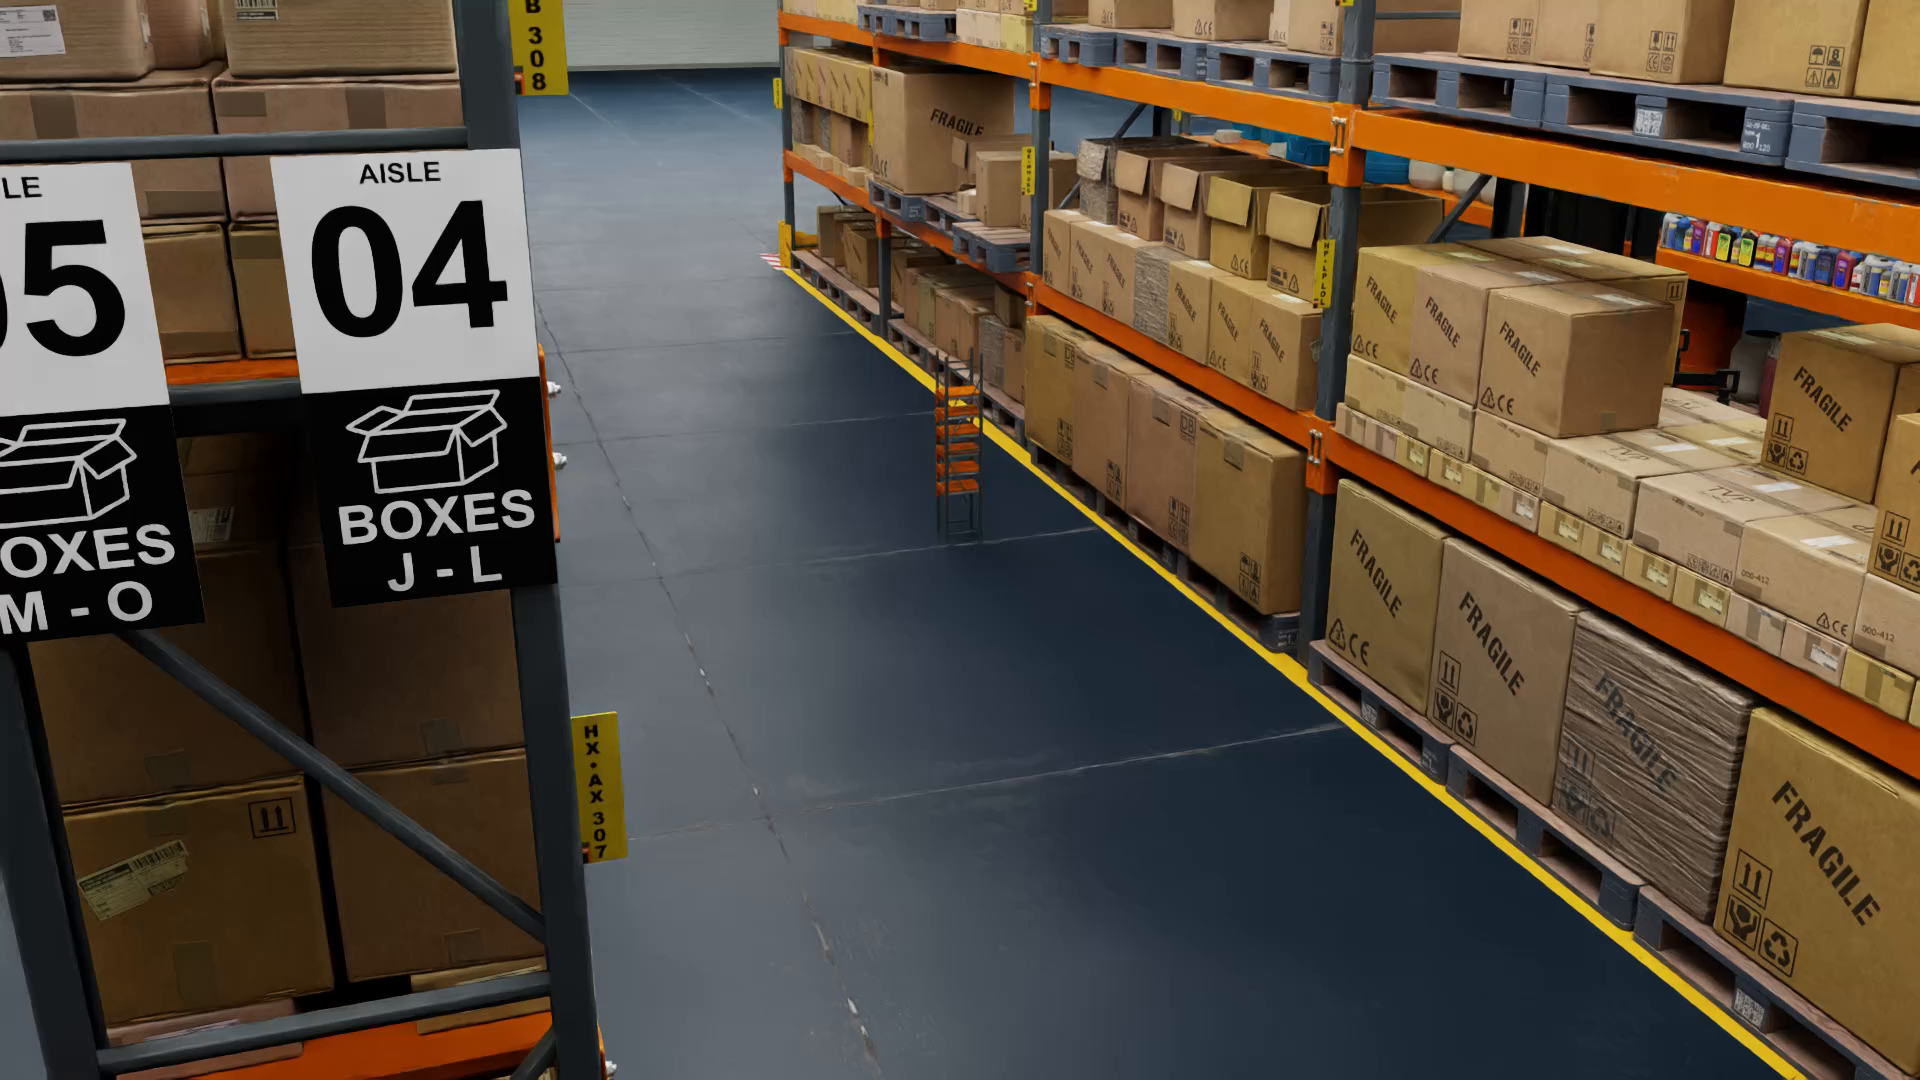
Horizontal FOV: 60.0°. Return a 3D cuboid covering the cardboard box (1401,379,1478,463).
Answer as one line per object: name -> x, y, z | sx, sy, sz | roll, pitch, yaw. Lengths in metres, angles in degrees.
cardboard box -> 2.295, -0.547, 7.283 | 0.500, 0.250, 0.500 | -6, 21, -17

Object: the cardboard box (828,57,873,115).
cardboard box -> -0.988, -4.477, 16.377 | 0.500, 0.500, 0.500 | -6, 21, -17

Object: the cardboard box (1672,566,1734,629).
cardboard box -> 2.755, 0.179, 5.853 | 0.380, 0.149, 0.250 | -7, 21, -18

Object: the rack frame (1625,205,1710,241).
rack frame -> 5.689, -2.626, 13.290 | 1.000, 3.000, 0.127 | -6, 21, -17

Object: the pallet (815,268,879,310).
pallet -> -0.902, -2.675, 17.552 | 1.003, 0.211, 1.213 | -6, 21, -17

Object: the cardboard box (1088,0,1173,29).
cardboard box -> 1.247, -3.570, 10.706 | 0.797, 0.503, 0.637 | -5, 20, -14

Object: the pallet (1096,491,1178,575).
pallet -> 1.543, -0.136, 10.482 | 1.003, 0.211, 1.213 | -6, 21, -17

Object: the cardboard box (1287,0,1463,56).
cardboard box -> 2.052, -2.658, 8.172 | 0.700, 0.500, 0.500 | -6, 21, -16

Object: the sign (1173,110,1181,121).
sign -> 2.651, -5.266, 20.232 | 0.100, 0.325, 0.005 | -6, 21, -17

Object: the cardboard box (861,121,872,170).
cardboard box -> -0.477, -3.886, 16.209 | 0.875, 0.500, 0.500 | -6, 21, -17

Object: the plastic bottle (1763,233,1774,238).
plastic bottle -> 6.294, -2.413, 12.869 | 0.061, 0.283, 0.133 | -6, 21, -17

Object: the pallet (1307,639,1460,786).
pallet -> 2.409, 0.749, 8.020 | 1.003, 0.211, 1.213 | -6, 21, -17

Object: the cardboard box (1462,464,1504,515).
cardboard box -> 2.352, -0.233, 6.998 | 0.380, 0.149, 0.250 | -7, 21, -18

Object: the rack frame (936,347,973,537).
rack frame -> -0.033, -0.599, 10.308 | 0.240, 1.200, 0.006 | -6, 21, -17

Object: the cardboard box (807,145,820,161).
cardboard box -> -1.441, -4.190, 18.016 | 0.380, 0.149, 0.250 | -6, 21, -17

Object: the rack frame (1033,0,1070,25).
rack frame -> 0.987, -4.923, 10.811 | 1.000, 3.000, 0.127 | -6, 21, -17

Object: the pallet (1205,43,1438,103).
pallet -> 1.909, -2.427, 8.581 | 0.805, 0.209, 1.217 | -7, 21, -19

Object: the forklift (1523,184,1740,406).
forklift -> 3.938, -1.193, 9.403 | 3.031, 2.935, 1.130 | 3, 20, 7

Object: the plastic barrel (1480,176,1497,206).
plastic barrel -> 4.891, -3.269, 14.879 | 0.433, 0.535, 0.433 | 0, 20, 0

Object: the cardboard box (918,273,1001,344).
cardboard box -> 0.034, -2.060, 14.760 | 0.700, 0.500, 0.500 | -7, 21, -18

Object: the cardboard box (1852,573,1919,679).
cardboard box -> 3.097, 0.271, 5.007 | 0.500, 0.250, 0.500 | -7, 21, -18

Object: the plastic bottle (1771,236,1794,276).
plastic bottle -> 5.838, -2.022, 11.782 | 0.061, 0.283, 0.133 | -6, 21, -17

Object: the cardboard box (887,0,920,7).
cardboard box -> -0.216, -4.880, 14.354 | 0.797, 0.503, 0.637 | -7, 21, -20

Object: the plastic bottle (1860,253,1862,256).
plastic bottle -> 6.580, -2.120, 12.054 | 0.061, 0.283, 0.133 | -6, 21, -17

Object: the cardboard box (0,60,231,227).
cardboard box -> -1.625, -0.735, 3.071 | 0.500, 0.250, 0.500 | -7, 21, -19

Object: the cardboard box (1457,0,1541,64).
cardboard box -> 2.547, -2.275, 6.958 | 0.700, 0.500, 0.500 | -8, 21, -20

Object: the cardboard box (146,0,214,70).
cardboard box -> -1.627, -0.965, 3.120 | 0.380, 0.149, 0.250 | -6, 21, -16

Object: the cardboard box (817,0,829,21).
cardboard box -> -1.133, -5.335, 16.618 | 0.500, 0.250, 0.500 | -6, 21, -16

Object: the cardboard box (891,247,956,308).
cardboard box -> -0.358, -2.537, 16.120 | 0.500, 0.500, 0.500 | -7, 21, -19

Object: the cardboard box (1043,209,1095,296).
cardboard box -> 0.881, -1.962, 11.294 | 0.500, 0.500, 0.500 | -6, 21, -16

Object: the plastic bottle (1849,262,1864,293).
plastic bottle -> 6.065, -1.772, 11.207 | 0.097, 0.201, 0.097 | 0, 20, 0

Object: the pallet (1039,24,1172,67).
pallet -> 1.240, -3.222, 10.790 | 1.213, 0.211, 1.003 | -5, 20, -15

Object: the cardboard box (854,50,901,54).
cardboard box -> -0.803, -4.854, 17.426 | 0.500, 0.500, 0.500 | -6, 21, -17

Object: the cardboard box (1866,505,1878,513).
cardboard box -> 3.437, 0.049, 5.624 | 0.500, 0.250, 0.500 | -7, 21, -18

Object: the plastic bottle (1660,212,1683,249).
plastic bottle -> 5.518, -2.394, 12.829 | 0.152, 0.276, 0.135 | -6, 21, -17

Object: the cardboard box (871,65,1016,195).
cardboard box -> -0.153, -3.594, 14.475 | 1.000, 1.000, 1.000 | -6, 21, -17

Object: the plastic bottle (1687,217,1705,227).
plastic bottle -> 5.663, -2.411, 12.874 | 0.152, 0.276, 0.135 | -6, 21, -17

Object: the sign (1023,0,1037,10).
sign -> 0.471, -3.698, 11.072 | 0.100, 0.325, 0.005 | -6, 21, -17

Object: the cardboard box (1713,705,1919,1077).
cardboard box -> 3.224, 1.073, 5.514 | 0.875, 0.875, 0.875 | -6, 21, -17

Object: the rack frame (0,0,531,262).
rack frame -> -1.239, -1.861, 2.287 | 1.000, 3.000, 0.127 | -6, 21, -17

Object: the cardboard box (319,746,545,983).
cardboard box -> -1.118, 0.602, 3.716 | 0.500, 0.500, 0.500 | -5, 20, -15

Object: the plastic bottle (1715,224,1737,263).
plastic bottle -> 5.662, -2.202, 12.281 | 0.061, 0.283, 0.133 | -6, 21, -17

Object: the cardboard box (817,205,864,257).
cardboard box -> -1.347, -3.486, 18.761 | 0.500, 0.500, 0.500 | -3, 20, -7

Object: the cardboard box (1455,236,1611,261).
cardboard box -> 2.643, -1.119, 7.768 | 0.500, 0.500, 0.500 | -6, 21, -16

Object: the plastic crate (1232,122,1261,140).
plastic crate -> 3.616, -4.994, 20.104 | 0.499, 0.251, 0.616 | -6, 21, -17

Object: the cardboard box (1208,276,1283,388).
cardboard box -> 1.689, -1.144, 9.016 | 0.500, 0.500, 0.500 | -6, 21, -16

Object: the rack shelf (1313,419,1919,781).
rack shelf -> 2.873, 0.164, 6.586 | 1.077, 0.370, 4.000 | -6, 21, -17

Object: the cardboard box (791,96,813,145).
cardboard box -> -1.381, -4.675, 18.406 | 0.875, 0.500, 0.500 | -6, 21, -17

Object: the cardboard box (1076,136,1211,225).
cardboard box -> 1.201, -2.383, 10.981 | 0.797, 0.503, 0.637 | -6, 21, -15

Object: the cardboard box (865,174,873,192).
cardboard box -> -0.686, -3.384, 15.773 | 0.380, 0.149, 0.250 | -6, 21, -17

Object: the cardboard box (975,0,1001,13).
cardboard box -> 0.428, -4.084, 12.024 | 0.500, 0.500, 0.500 | -6, 21, -17

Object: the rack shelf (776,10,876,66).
rack shelf -> -0.899, -5.098, 16.800 | 1.077, 0.370, 4.000 | -6, 21, -17

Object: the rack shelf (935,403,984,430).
rack shelf -> -0.005, -0.753, 10.160 | 0.258, 0.103, 0.180 | -6, 21, -17

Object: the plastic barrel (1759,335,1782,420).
plastic barrel -> 6.214, -1.171, 12.186 | 0.600, 0.588, 0.708 | -6, 21, -17

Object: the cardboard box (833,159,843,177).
cardboard box -> -1.074, -3.786, 16.891 | 0.380, 0.149, 0.250 | -6, 21, -17

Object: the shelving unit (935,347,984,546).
shelving unit -> -0.005, -0.569, 10.227 | 0.258, 1.200, 0.189 | -6, 21, -17

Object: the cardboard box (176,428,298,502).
cardboard box -> -1.778, 0.021, 3.853 | 0.500, 0.500, 0.500 | -7, 21, -19

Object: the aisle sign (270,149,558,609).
aisle sign -> -0.931, -0.270, 2.885 | 0.394, 0.787, 0.004 | -6, 21, -17
